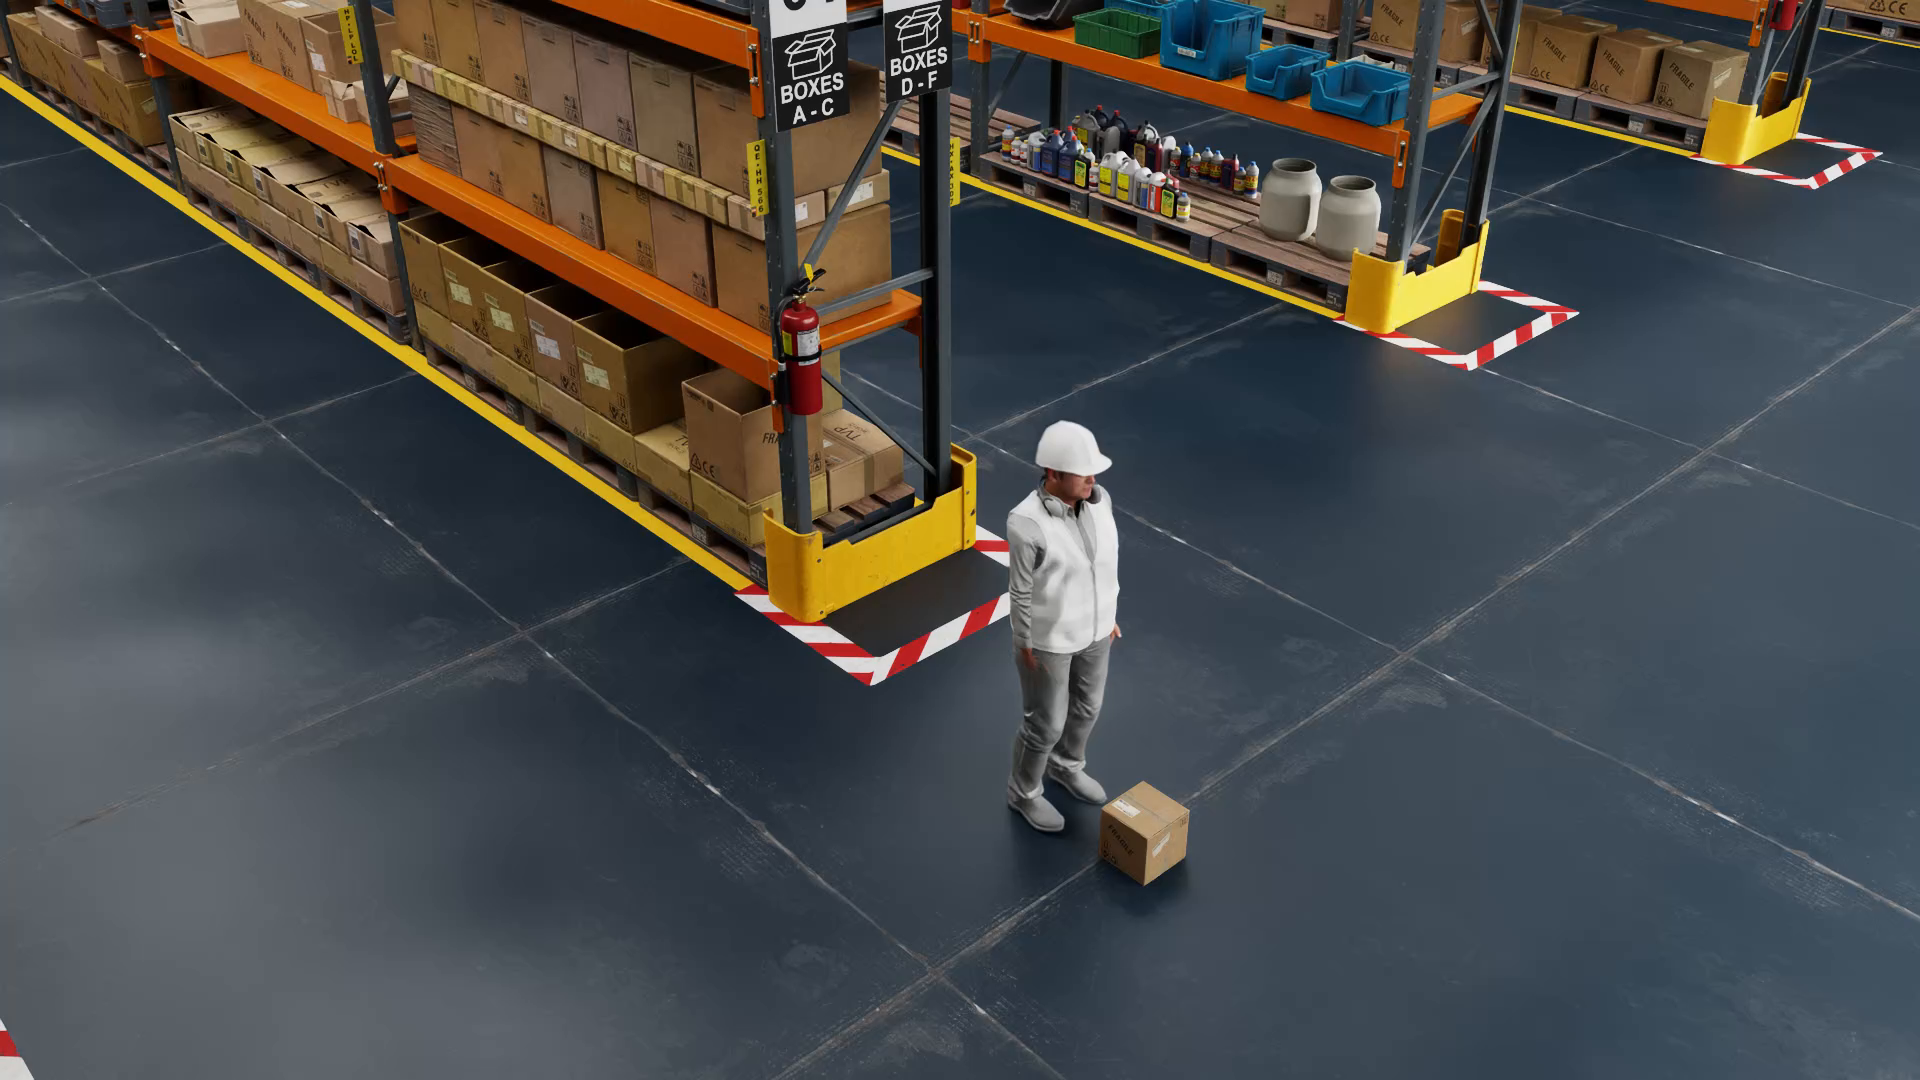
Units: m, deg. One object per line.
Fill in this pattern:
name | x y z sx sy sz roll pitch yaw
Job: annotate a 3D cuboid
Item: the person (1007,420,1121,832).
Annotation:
person | 0.420 0.343 6.568 0.532 1.776 0.360 -25 39 -34
